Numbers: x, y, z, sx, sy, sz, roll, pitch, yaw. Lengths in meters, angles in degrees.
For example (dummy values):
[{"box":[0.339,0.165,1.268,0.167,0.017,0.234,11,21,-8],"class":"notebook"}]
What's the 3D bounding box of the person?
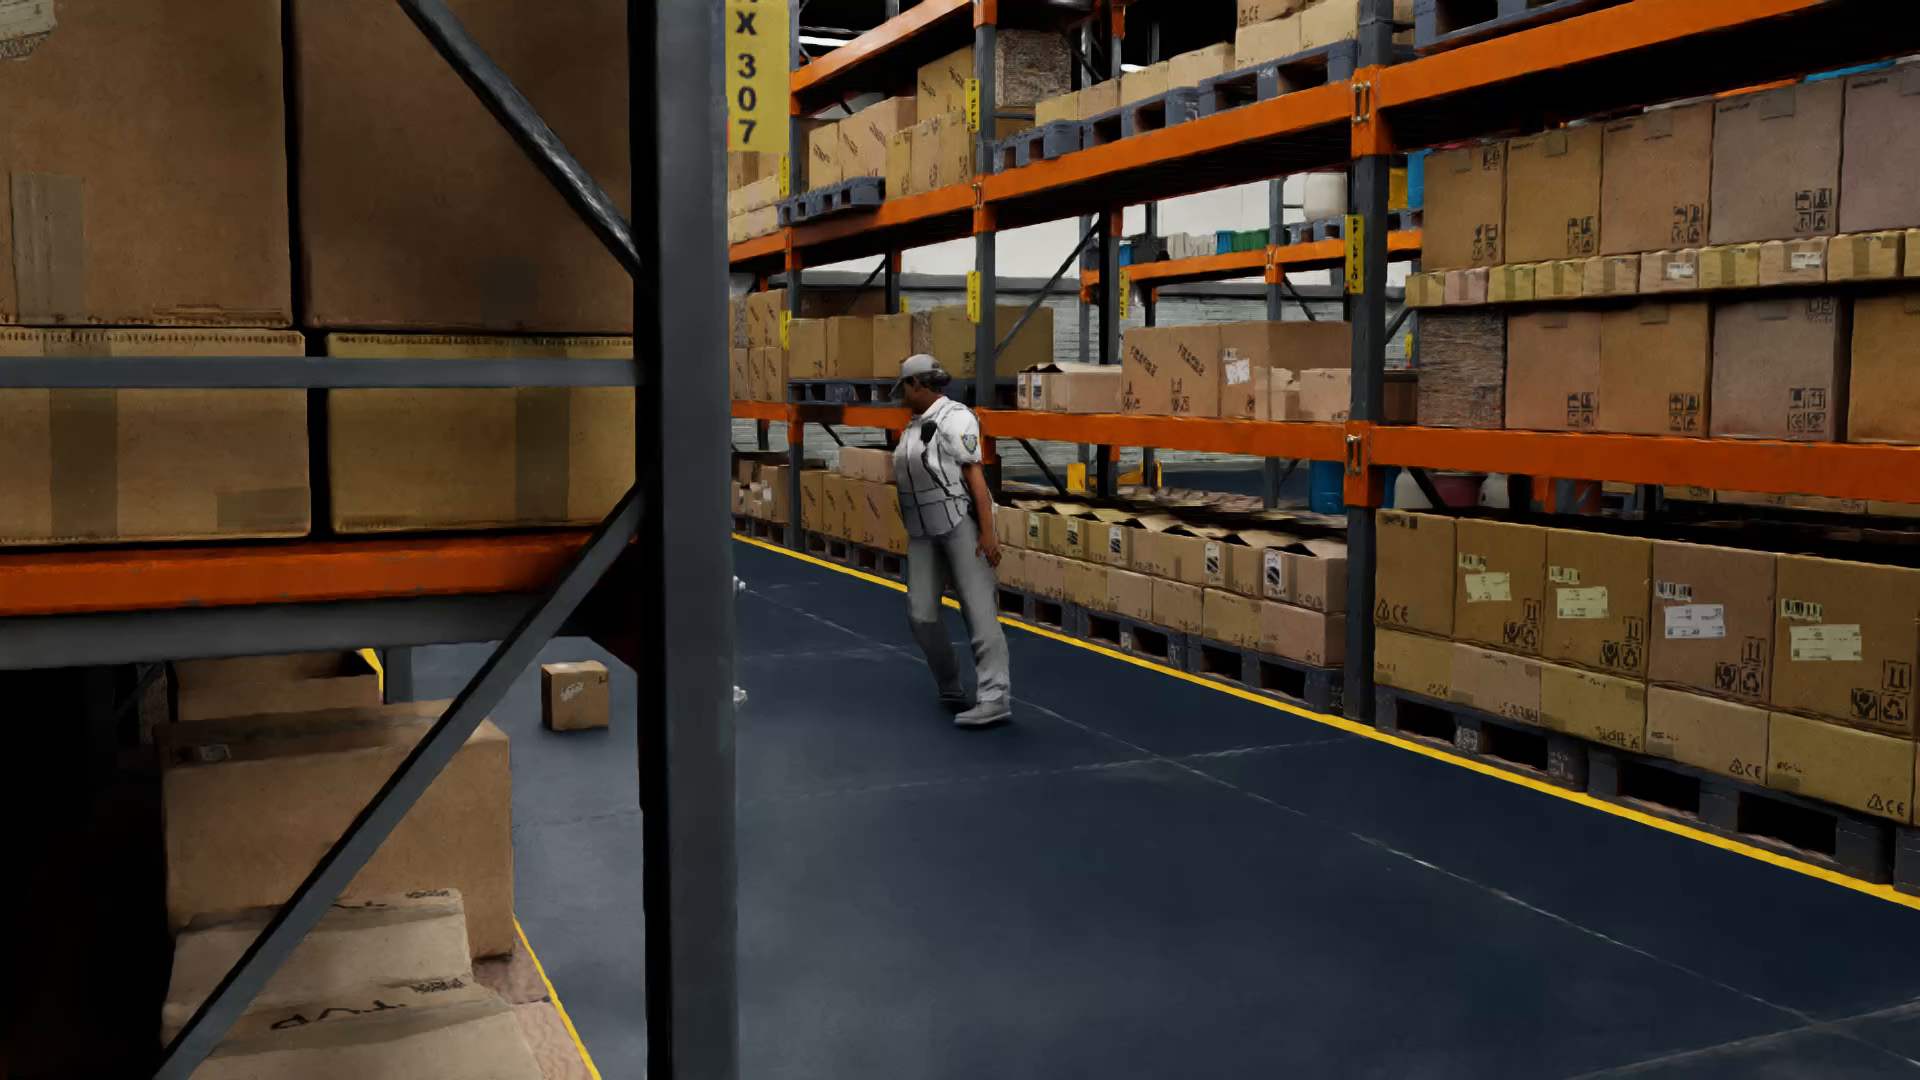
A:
[{"box":[-0.037,-0.025,7.442,0.640,1.609,0.501,5,7,42],"class":"person"}]
